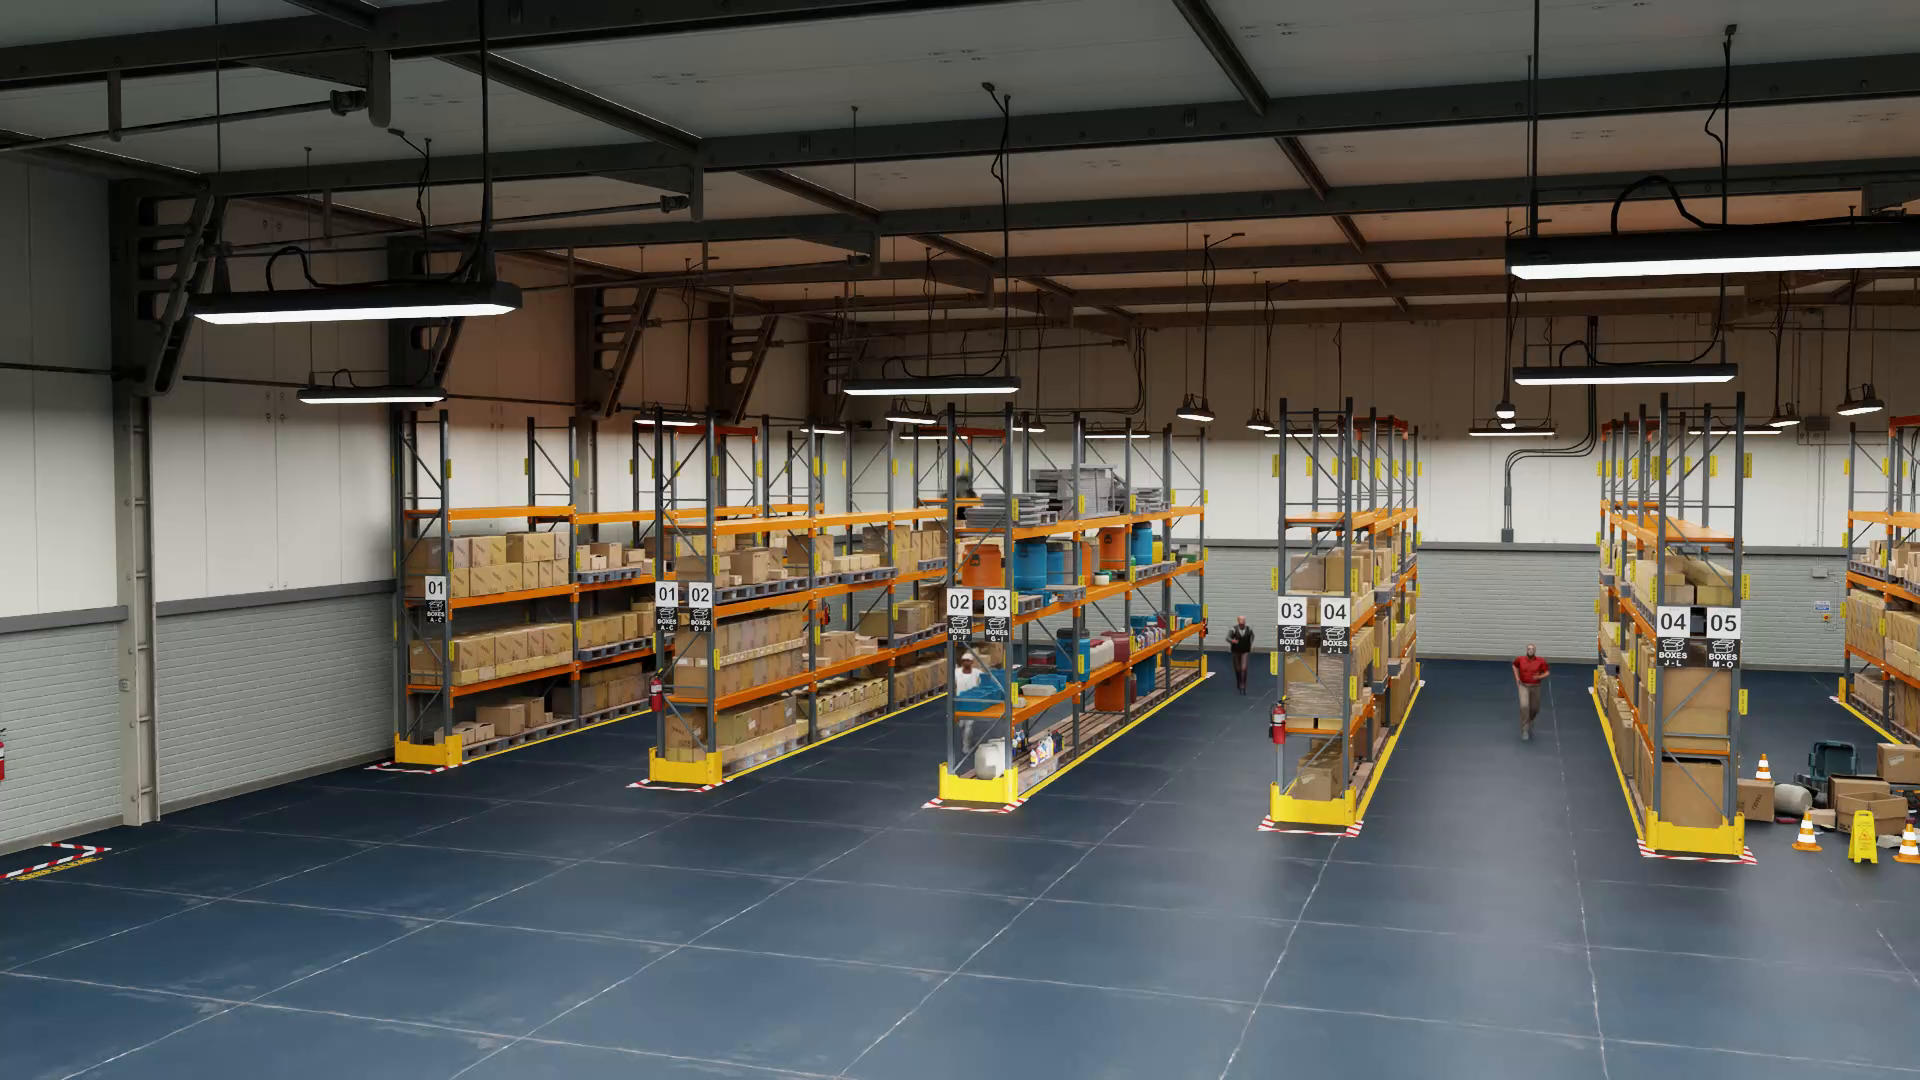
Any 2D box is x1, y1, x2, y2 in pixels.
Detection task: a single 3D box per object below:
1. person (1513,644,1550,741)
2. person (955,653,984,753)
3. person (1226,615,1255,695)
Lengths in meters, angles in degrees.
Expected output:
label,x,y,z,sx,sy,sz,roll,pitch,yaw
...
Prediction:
label,x,y,z,sx,sy,sz,roll,pitch,yaw
person,10.682,2.826,31.080,0.625,1.775,1.054,1,3,12
person,0.144,2.883,29.621,0.708,1.749,0.727,0,2,8
person,6.259,2.546,37.174,0.642,1.743,0.896,0,2,9
